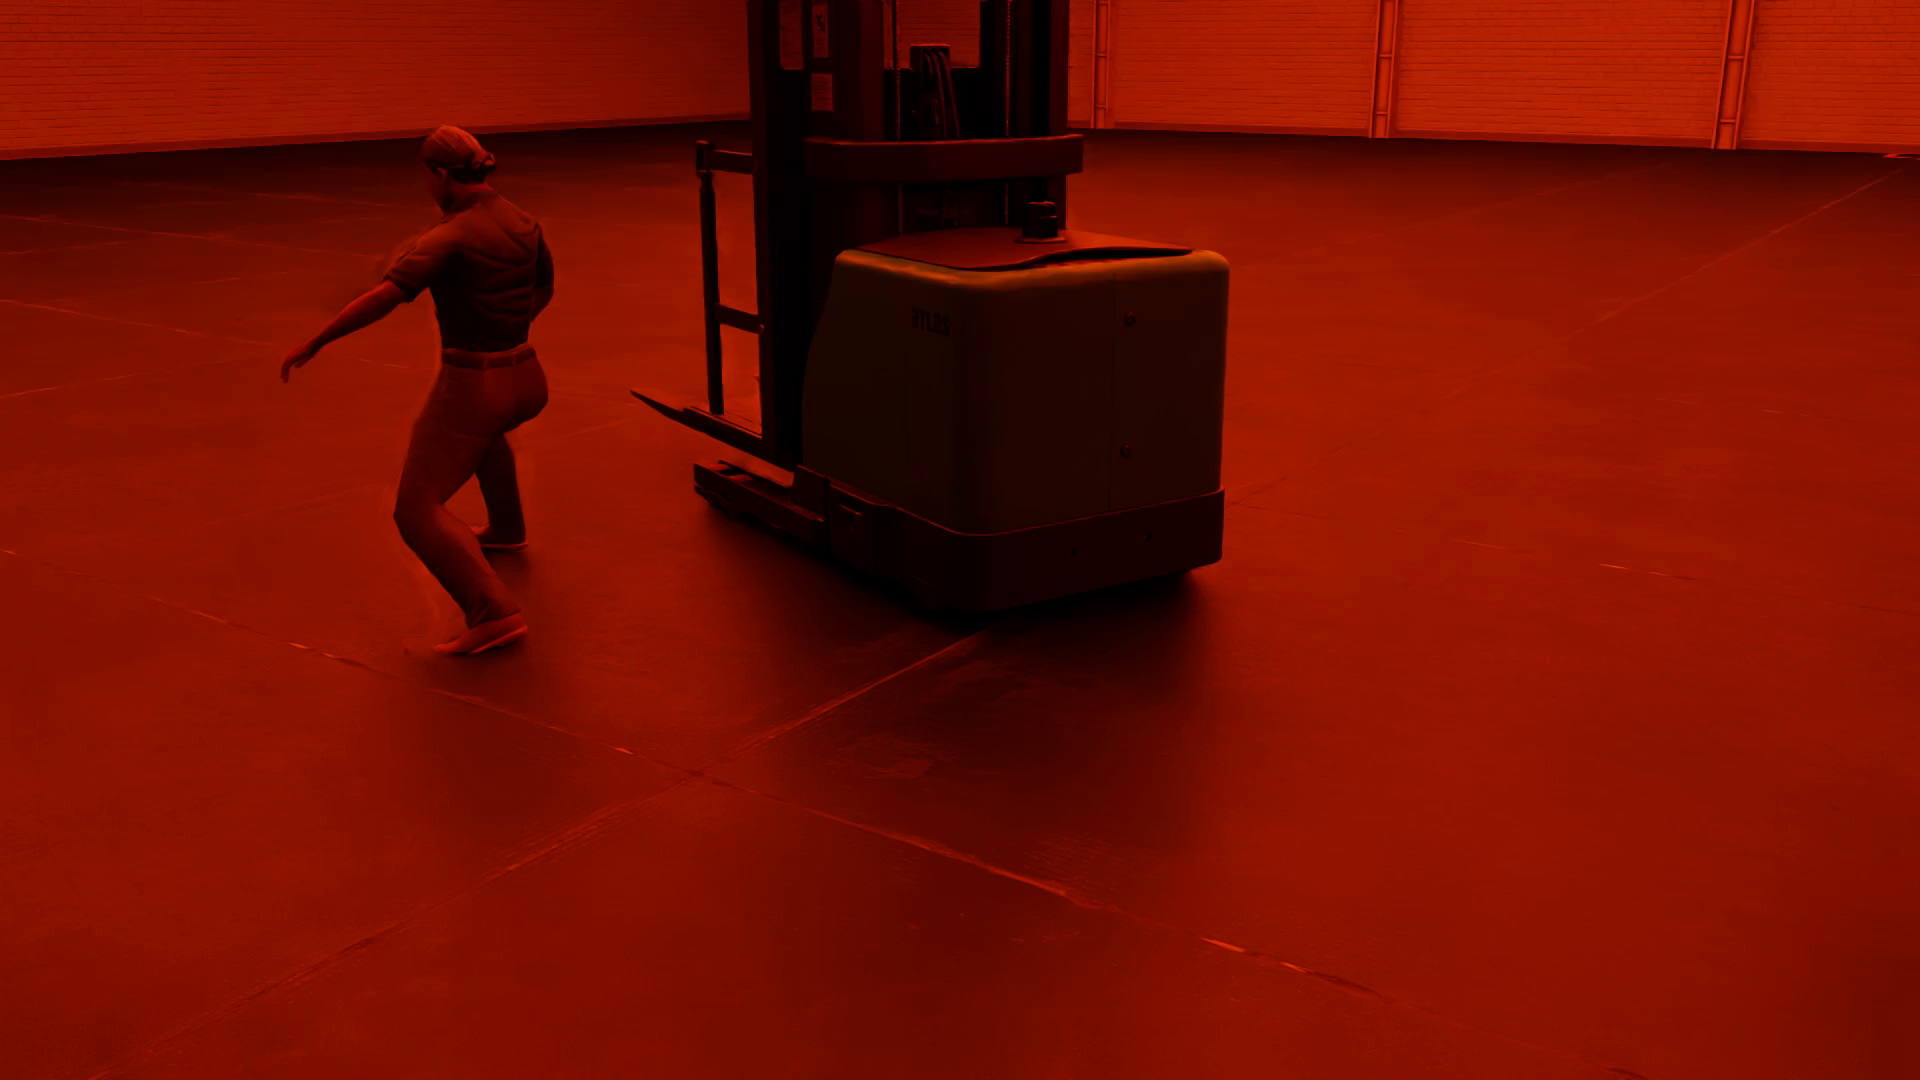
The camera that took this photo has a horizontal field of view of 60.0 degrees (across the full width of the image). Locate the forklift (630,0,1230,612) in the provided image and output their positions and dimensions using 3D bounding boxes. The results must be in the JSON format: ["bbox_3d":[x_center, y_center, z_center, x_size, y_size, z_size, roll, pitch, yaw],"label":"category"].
[{"bbox_3d":[-0.362,-1.552,6.023,1.130,2.935,3.031,-11,20,-32],"label":"forklift"}]

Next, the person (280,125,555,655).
[{"bbox_3d":[-1.546,-0.499,5.124,0.880,1.516,0.961,8,18,25],"label":"person"}]
